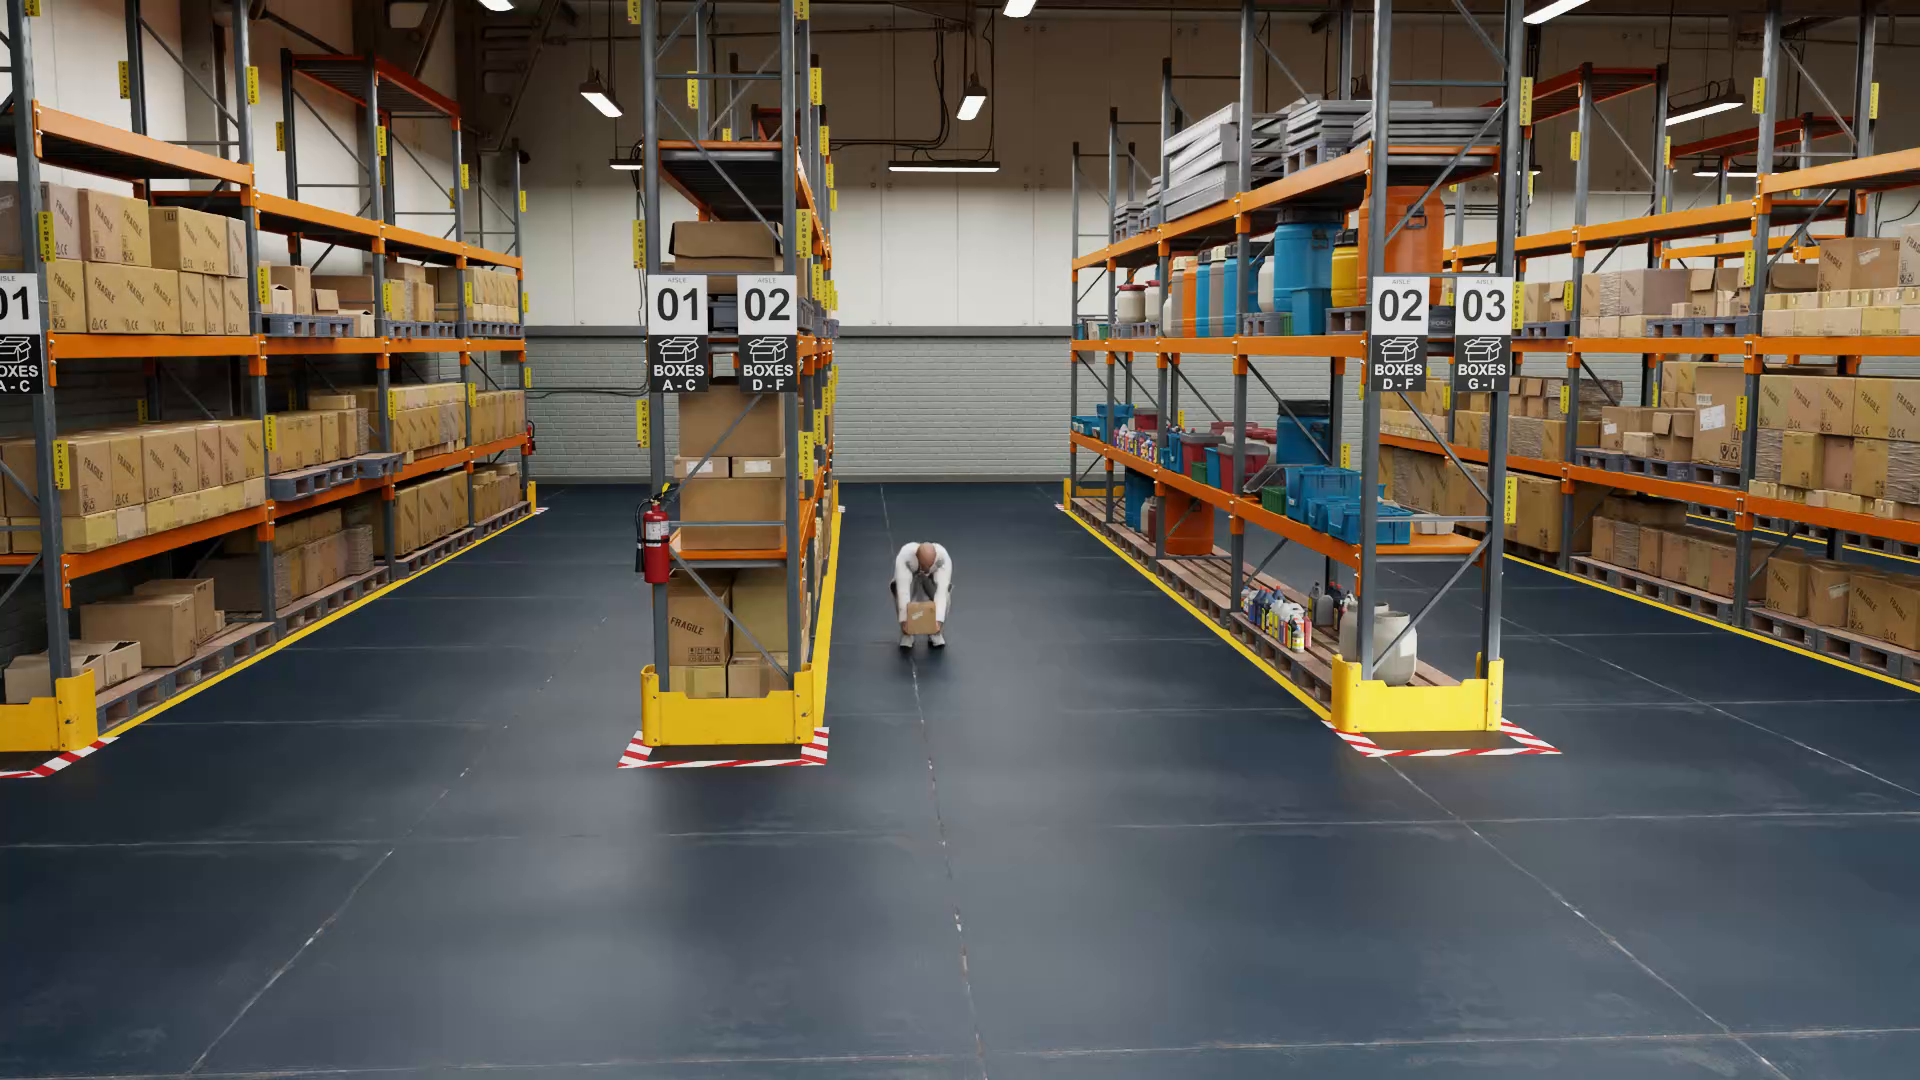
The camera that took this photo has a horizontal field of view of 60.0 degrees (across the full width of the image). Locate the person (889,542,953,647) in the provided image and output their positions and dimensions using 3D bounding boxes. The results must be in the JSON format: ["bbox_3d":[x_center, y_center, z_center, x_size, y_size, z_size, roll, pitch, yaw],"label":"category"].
[{"bbox_3d":[-0.347,0.495,15.073,0.589,0.966,0.934,-1,7,-5],"label":"person"}]
